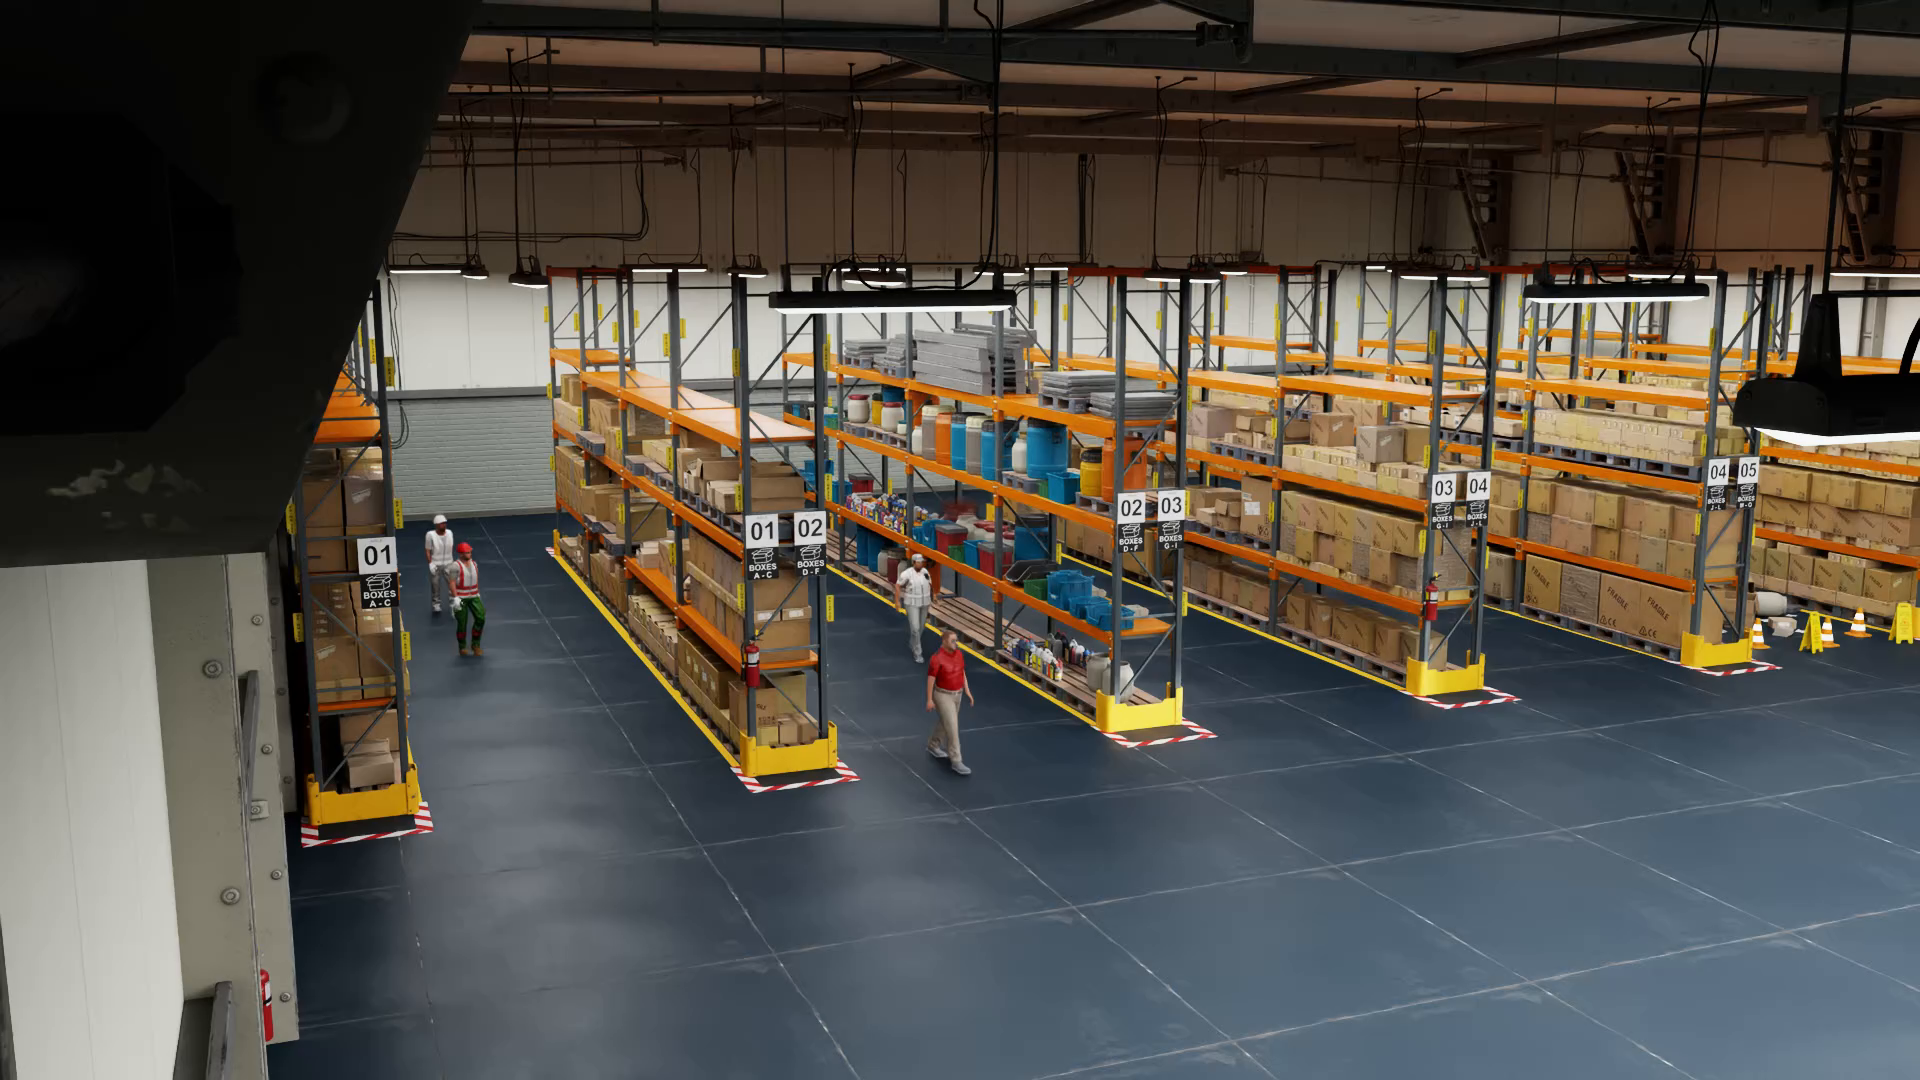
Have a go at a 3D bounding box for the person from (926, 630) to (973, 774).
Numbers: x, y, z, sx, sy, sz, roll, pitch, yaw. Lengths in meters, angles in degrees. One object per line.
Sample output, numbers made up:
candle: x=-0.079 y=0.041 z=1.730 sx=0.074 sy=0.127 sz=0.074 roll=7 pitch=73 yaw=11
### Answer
person: x=-0.117 y=1.946 z=20.570 sx=0.934 sy=1.692 sz=0.562 roll=8 pitch=12 yaw=37

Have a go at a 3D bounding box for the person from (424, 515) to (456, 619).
person: x=-9.038 y=0.453 z=28.964 sx=0.529 sy=1.794 sz=0.843 roll=-6 pitch=11 yaw=-30

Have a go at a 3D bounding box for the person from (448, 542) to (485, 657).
person: x=-7.741 y=0.947 z=26.118 sx=0.569 sy=1.844 sz=0.454 roll=-9 pitch=13 yaw=-42

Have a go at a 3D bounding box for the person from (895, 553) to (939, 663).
person: x=-0.668 y=1.039 z=26.096 sx=0.597 sy=1.671 sz=0.824 roll=-7 pitch=12 yaw=-33
